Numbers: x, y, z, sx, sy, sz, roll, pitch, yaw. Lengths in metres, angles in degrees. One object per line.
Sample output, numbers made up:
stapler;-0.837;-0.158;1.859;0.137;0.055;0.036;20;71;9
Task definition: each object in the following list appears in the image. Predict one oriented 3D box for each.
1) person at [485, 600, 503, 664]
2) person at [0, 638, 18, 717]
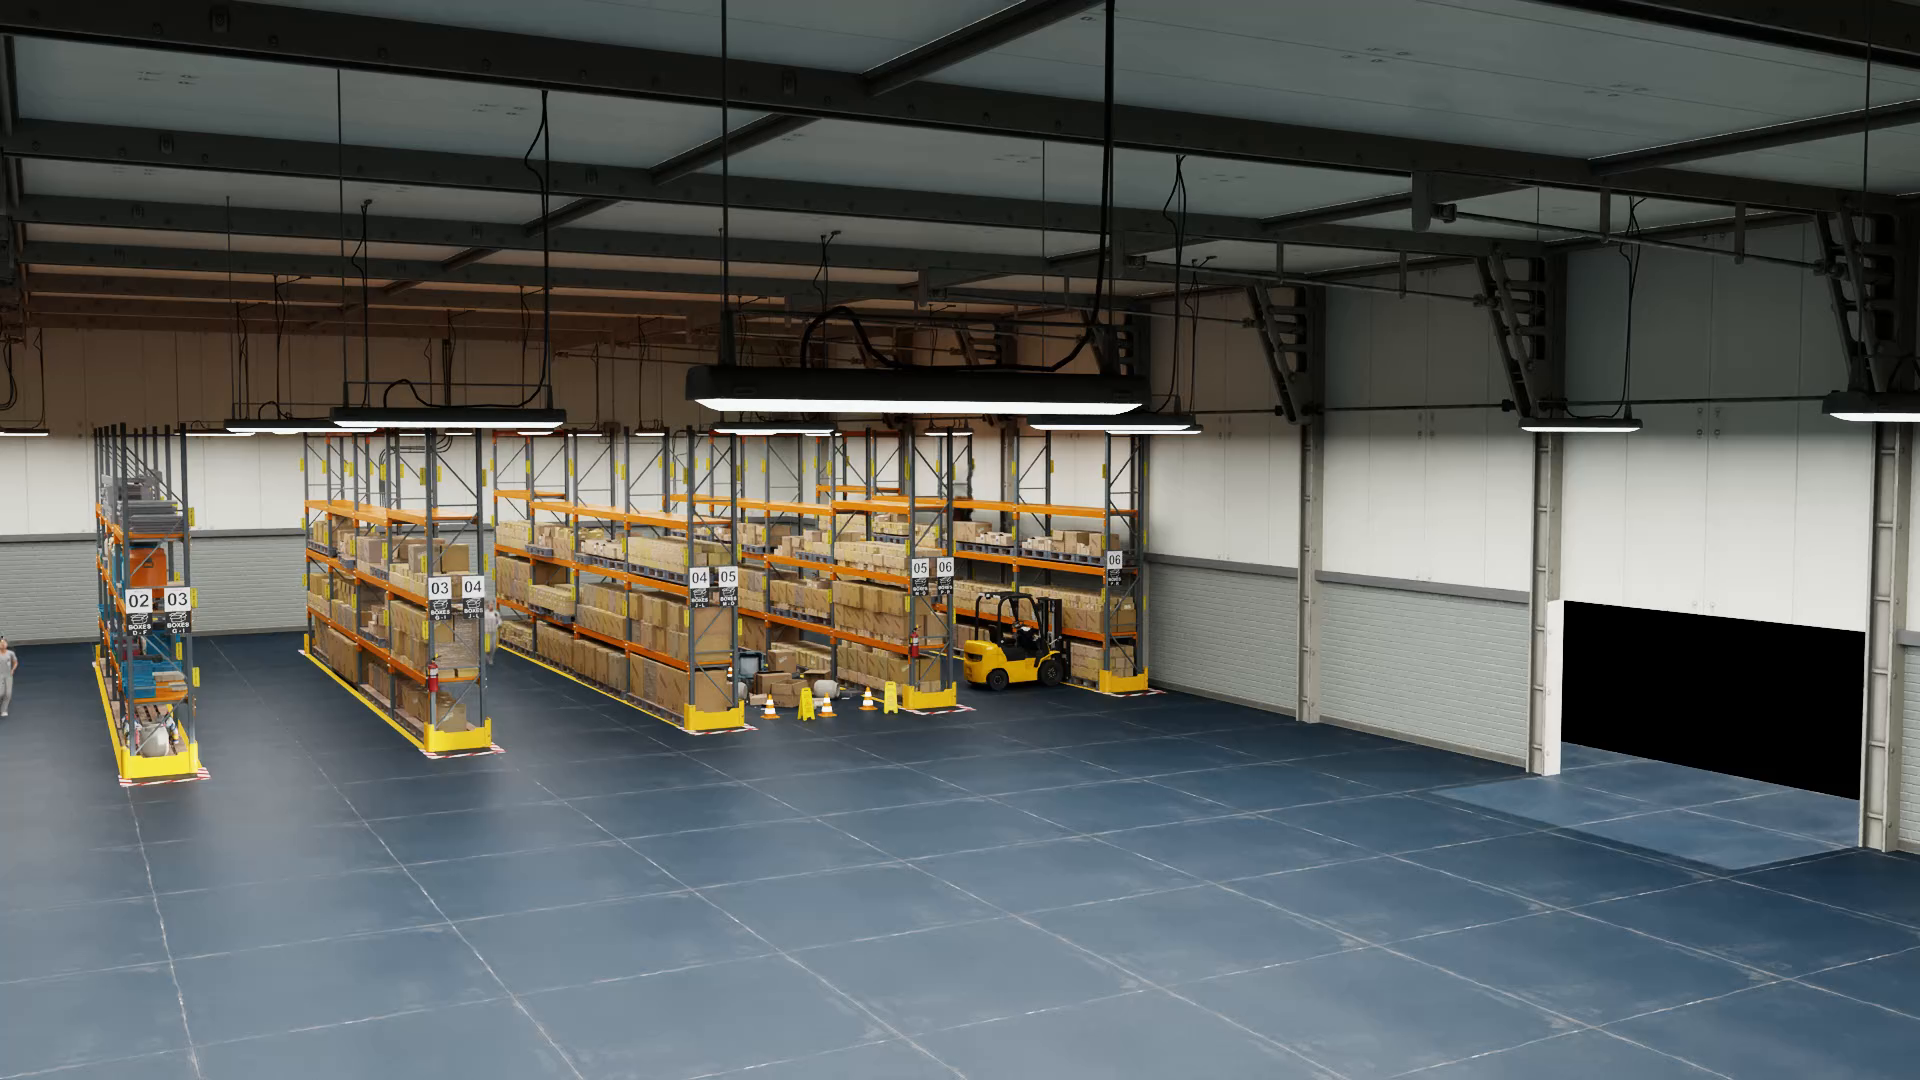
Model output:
person;-11.885;2.336;42.153;0.600;1.660;0.569;-2;4;-31
person;-19.781;2.837;34.377;0.567;1.623;0.568;-3;5;-40
